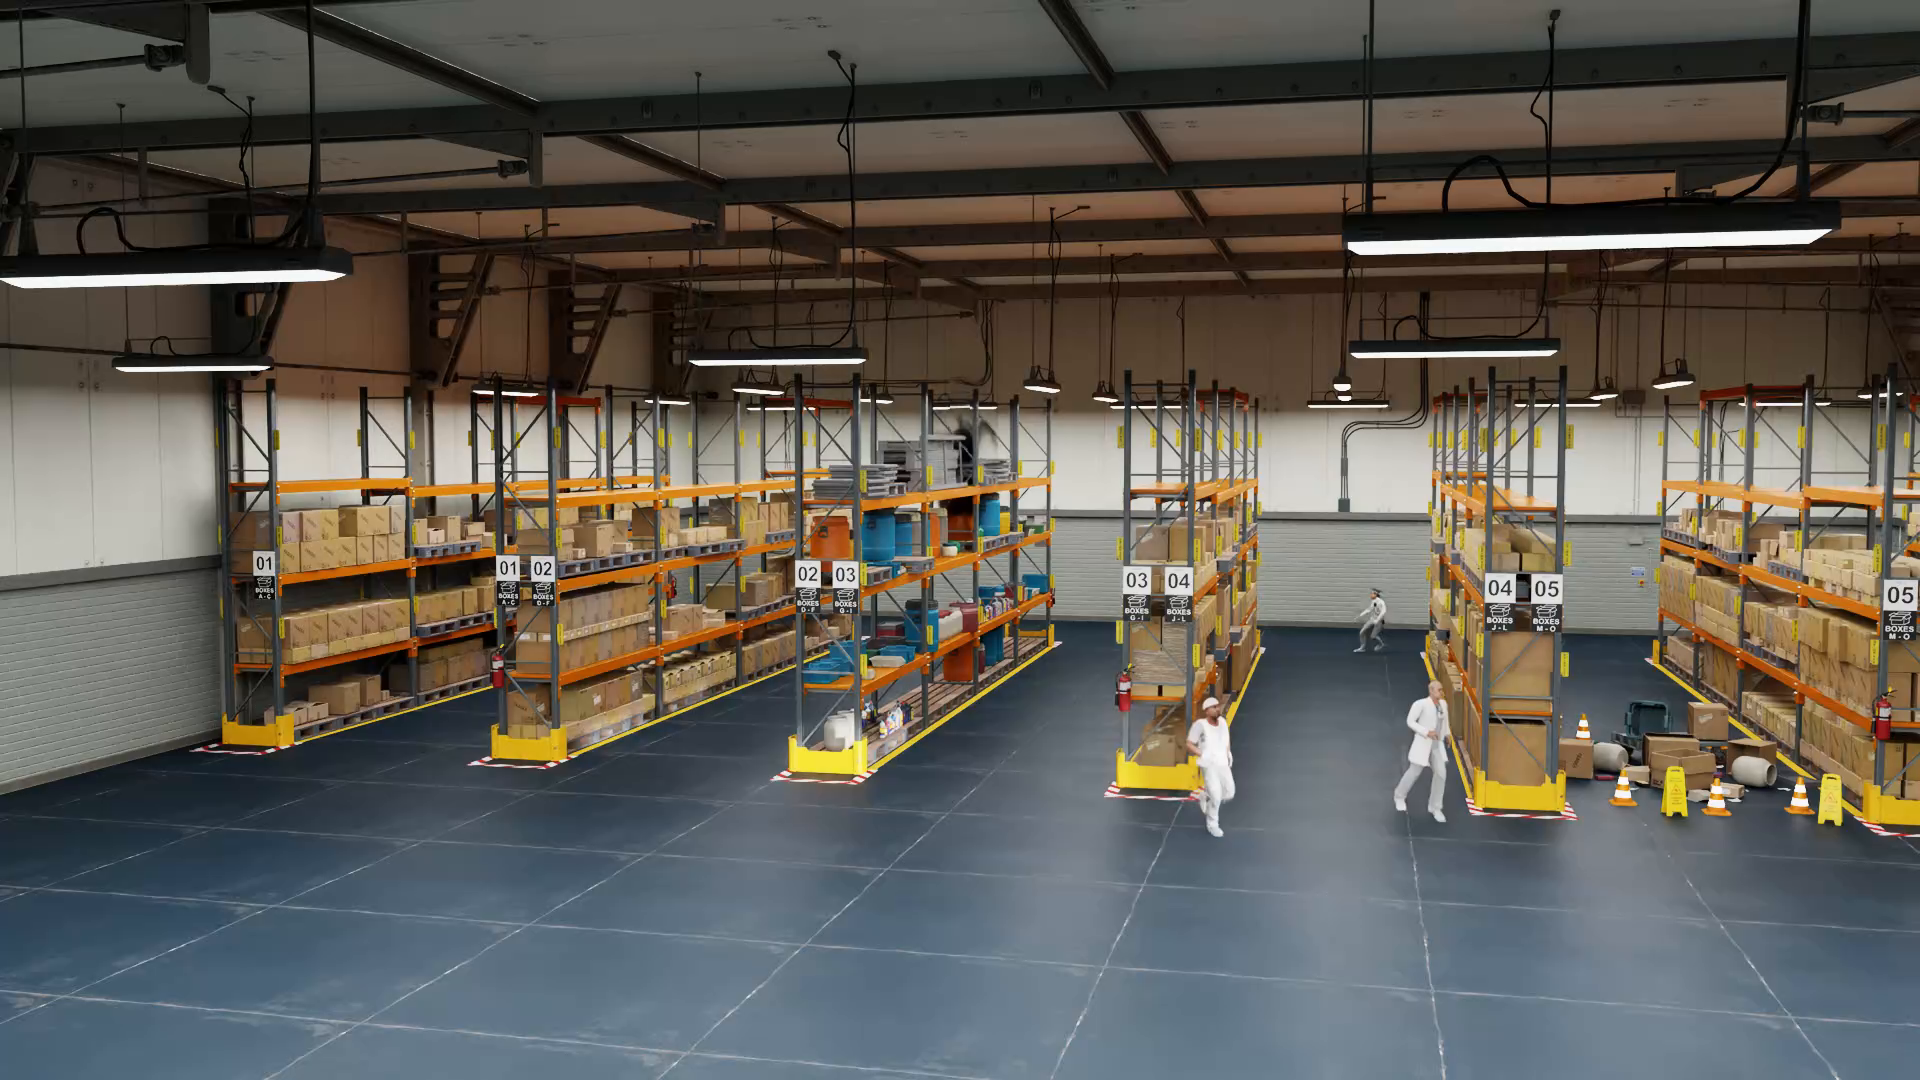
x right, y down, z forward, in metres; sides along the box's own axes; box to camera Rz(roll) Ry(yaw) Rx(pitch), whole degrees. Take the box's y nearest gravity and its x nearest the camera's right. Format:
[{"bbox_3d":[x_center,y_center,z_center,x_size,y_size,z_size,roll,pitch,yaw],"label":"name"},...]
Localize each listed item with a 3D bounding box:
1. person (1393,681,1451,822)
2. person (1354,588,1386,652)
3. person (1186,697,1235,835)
[{"bbox_3d":[6.283,2.830,22.215,0.767,1.729,0.901,-1,4,-21],"label":"person"},{"bbox_3d":[9.706,1.889,39.054,0.581,1.537,0.777,-2,4,-28],"label":"person"},{"bbox_3d":[3.196,2.868,21.228,0.729,1.736,0.600,-2,4,-35],"label":"person"}]
